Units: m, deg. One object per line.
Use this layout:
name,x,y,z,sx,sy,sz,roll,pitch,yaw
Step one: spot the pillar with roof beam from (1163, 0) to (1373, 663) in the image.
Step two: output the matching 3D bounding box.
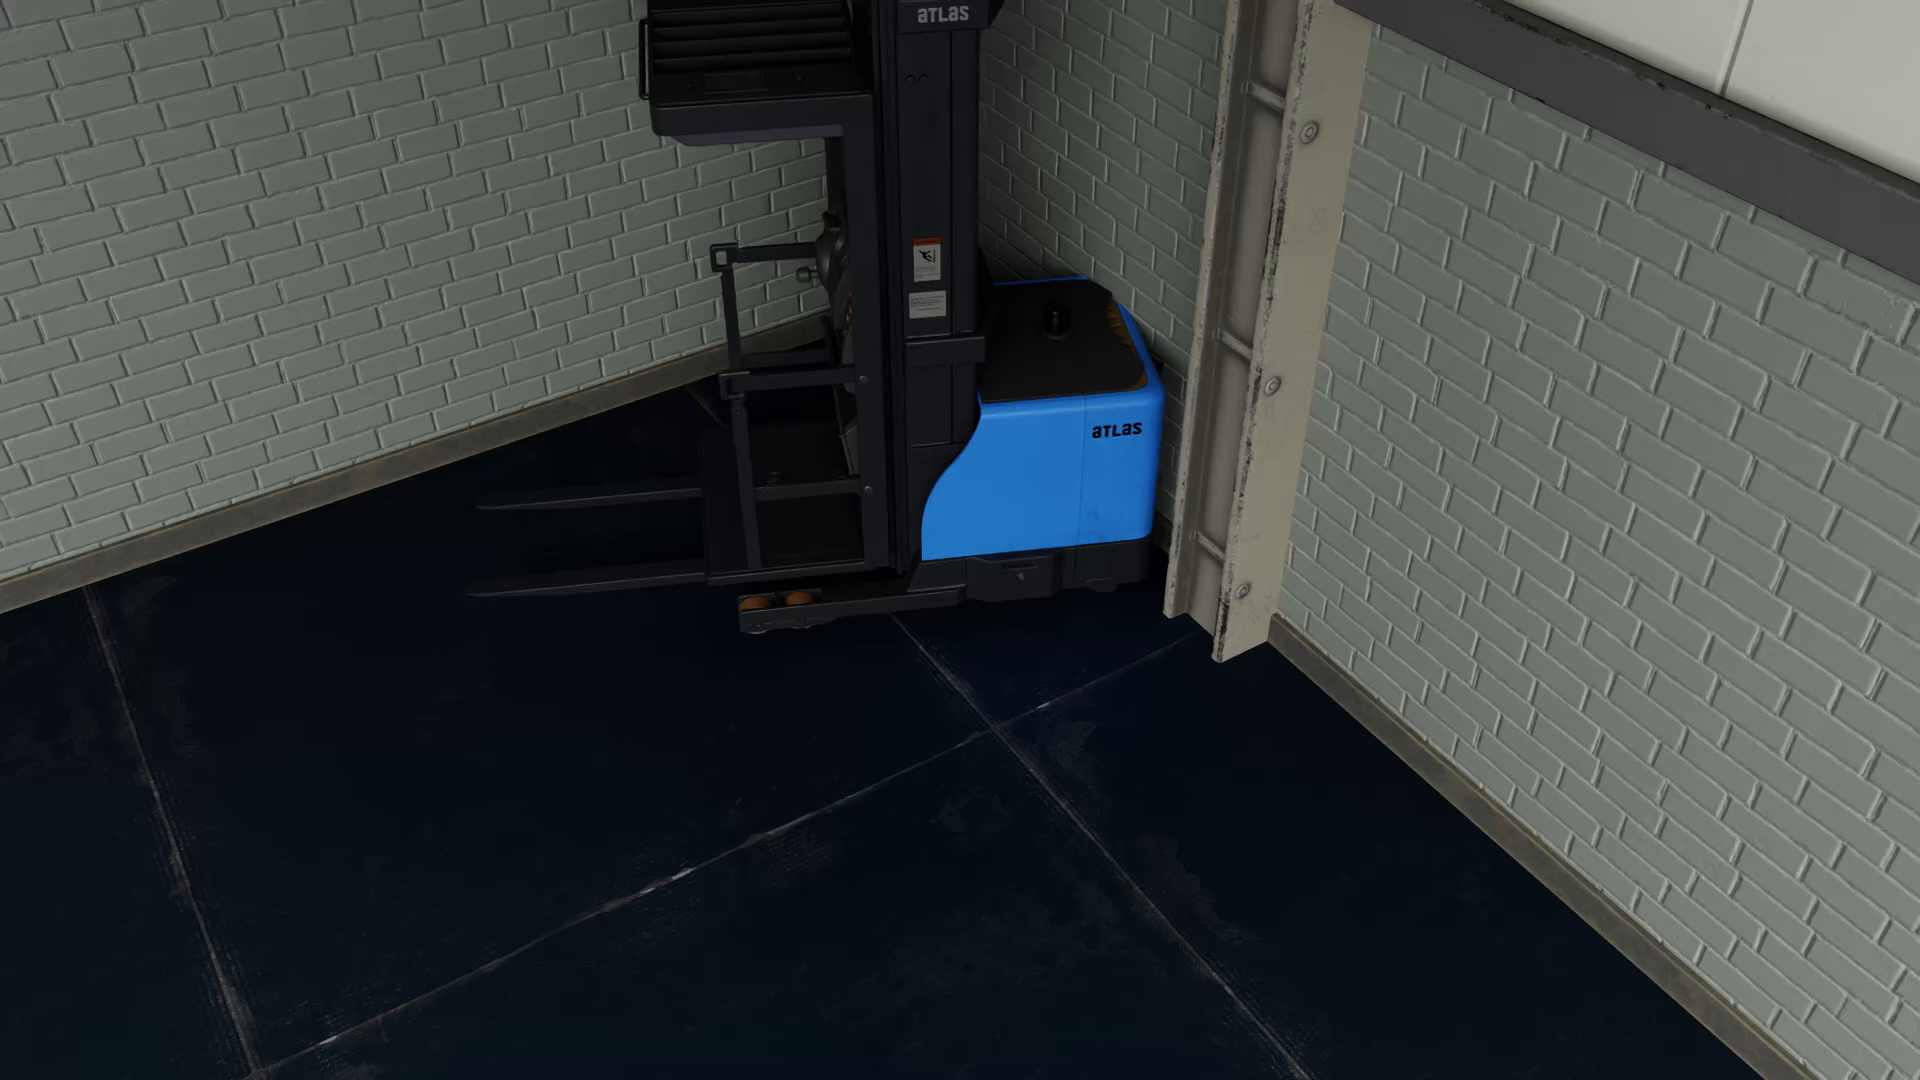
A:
pillar with roof beam,-2.491,-1.602,2.703,9.100,9.000,0.400,-22,45,-24

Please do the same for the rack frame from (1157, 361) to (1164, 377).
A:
rack frame,0.729,-0.497,7.586,0.240,0.900,0.006,13,47,4

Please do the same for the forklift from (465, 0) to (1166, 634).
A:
forklift,-0.690,-1.077,6.814,3.031,2.935,1.130,-6,40,-7

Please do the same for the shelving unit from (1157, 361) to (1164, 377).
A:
shelving unit,0.706,-0.426,7.517,0.258,0.900,0.210,13,47,4
